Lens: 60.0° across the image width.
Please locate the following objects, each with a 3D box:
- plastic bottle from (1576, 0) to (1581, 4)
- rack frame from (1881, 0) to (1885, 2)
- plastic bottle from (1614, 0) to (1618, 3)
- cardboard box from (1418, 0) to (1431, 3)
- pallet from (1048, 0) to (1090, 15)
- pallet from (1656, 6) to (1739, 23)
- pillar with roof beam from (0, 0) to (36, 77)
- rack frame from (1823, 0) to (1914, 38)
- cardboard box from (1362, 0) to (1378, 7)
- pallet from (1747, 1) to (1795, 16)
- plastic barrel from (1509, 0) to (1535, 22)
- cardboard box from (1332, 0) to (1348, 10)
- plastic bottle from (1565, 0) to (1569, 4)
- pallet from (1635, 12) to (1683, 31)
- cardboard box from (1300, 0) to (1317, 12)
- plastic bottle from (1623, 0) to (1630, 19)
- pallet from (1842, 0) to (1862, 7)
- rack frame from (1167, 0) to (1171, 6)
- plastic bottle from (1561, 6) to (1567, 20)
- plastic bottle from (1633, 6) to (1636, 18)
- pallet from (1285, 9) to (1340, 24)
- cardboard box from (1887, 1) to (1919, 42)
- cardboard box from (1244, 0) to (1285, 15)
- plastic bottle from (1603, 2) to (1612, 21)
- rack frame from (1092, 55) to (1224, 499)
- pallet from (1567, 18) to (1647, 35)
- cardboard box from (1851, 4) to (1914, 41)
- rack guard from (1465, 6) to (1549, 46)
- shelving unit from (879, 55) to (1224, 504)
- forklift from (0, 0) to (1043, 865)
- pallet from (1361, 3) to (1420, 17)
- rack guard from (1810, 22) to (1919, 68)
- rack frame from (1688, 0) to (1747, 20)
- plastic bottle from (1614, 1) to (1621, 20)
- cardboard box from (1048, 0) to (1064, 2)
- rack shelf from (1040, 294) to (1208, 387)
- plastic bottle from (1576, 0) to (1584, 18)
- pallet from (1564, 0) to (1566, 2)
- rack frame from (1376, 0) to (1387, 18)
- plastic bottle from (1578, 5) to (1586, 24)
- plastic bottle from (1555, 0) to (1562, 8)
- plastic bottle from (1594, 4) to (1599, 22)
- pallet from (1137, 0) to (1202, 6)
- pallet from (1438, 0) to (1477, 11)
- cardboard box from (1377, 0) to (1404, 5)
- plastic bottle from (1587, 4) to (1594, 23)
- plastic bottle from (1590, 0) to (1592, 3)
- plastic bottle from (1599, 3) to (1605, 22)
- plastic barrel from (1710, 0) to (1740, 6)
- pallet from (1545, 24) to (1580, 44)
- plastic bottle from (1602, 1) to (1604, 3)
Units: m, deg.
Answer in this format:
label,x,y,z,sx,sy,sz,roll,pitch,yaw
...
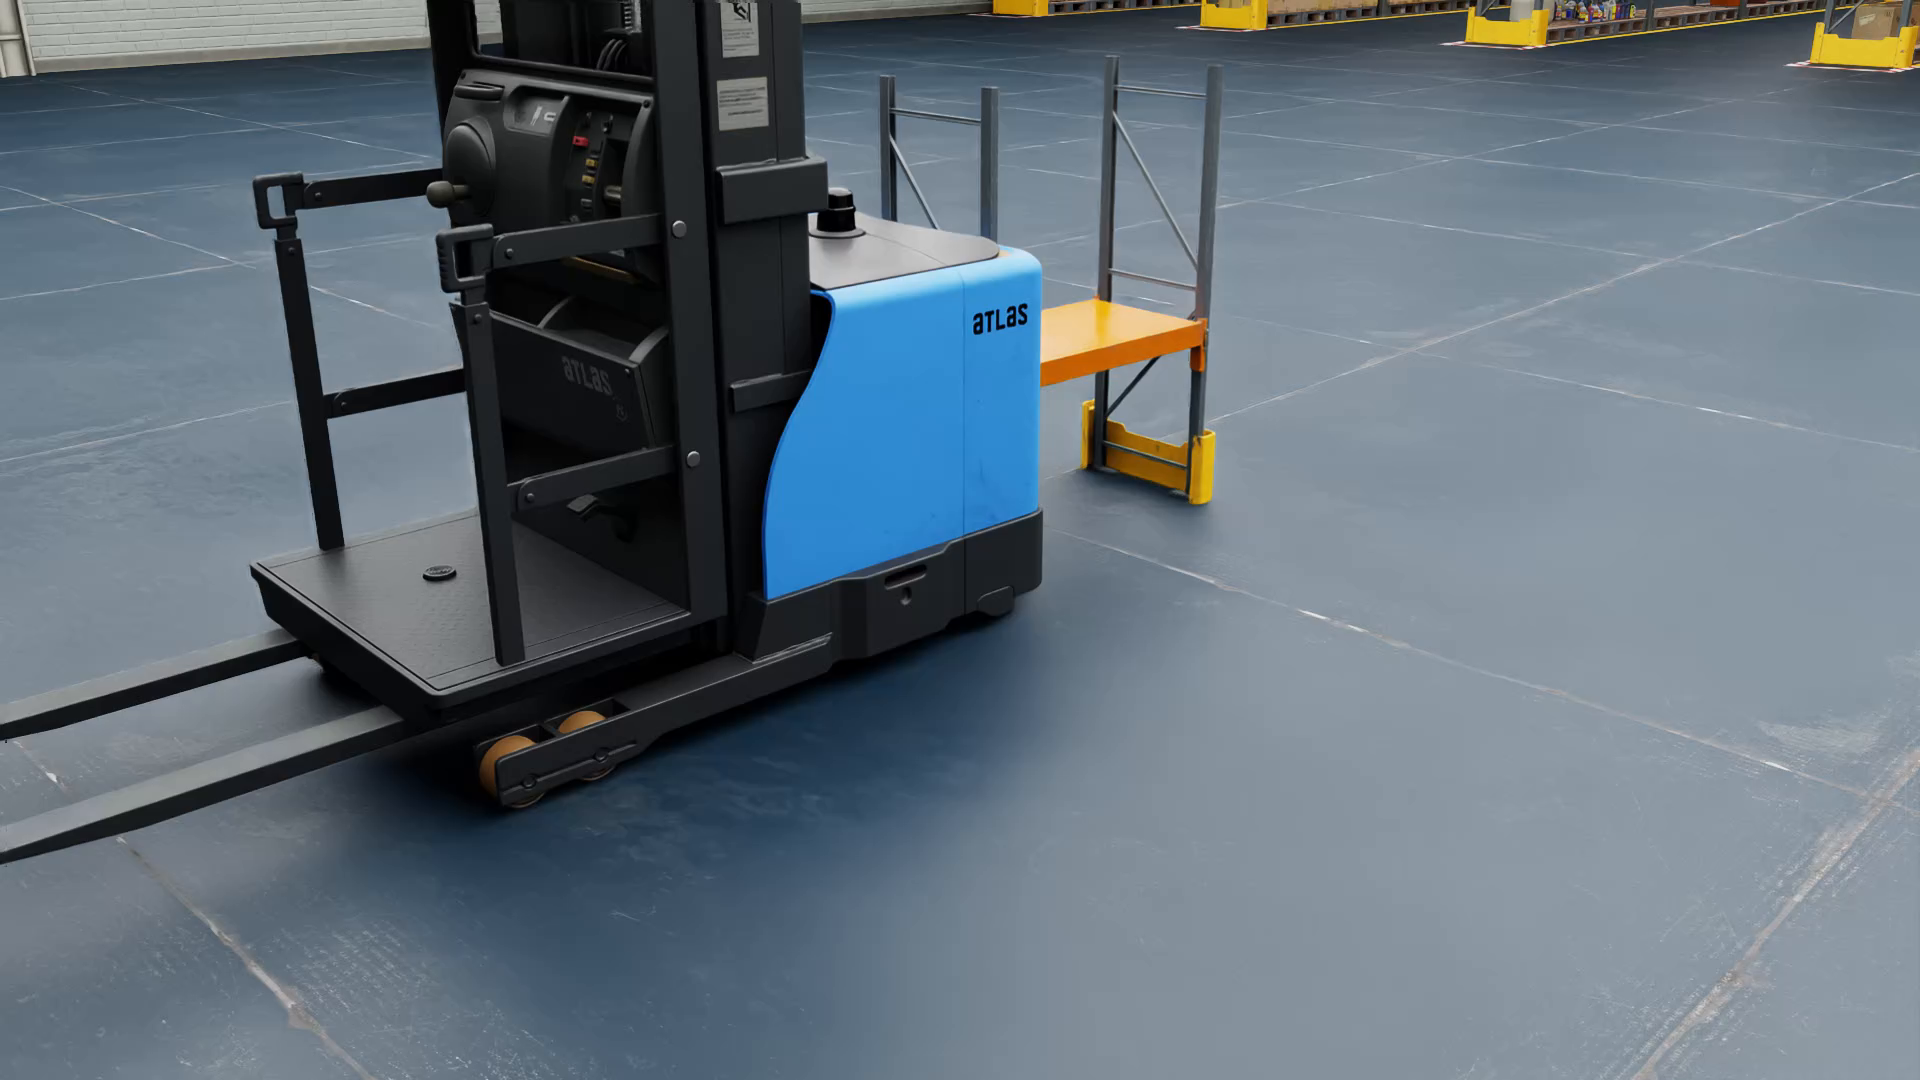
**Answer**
label,x,y,z,sx,sy,sz,roll,pitch,yaw
plastic bottle,10.117,-8.746,27.229,0.185,0.351,0.144,-19,28,-41
rack frame,19.349,-12.966,35.127,1.000,3.000,0.127,19,28,41
plastic bottle,10.631,-8.648,26.974,0.144,0.351,0.185,19,28,41
cardboard box,8.607,-10.341,31.545,0.500,0.250,0.500,18,28,39
pallet,1.734,-10.250,31.949,1.003,0.211,1.213,19,28,41
pallet,13.199,-9.418,29.784,1.003,0.211,1.213,19,28,41
pillar with roof beam,-8.515,-8.825,15.992,9.100,9.000,0.400,19,28,41
rack frame,11.736,-7.613,21.201,1.000,3.000,0.127,19,28,41
cardboard box,7.264,-9.861,30.295,0.500,0.250,0.500,19,28,41
pallet,15.139,-10.133,31.644,1.003,0.211,1.213,19,28,41
plastic barrel,8.591,-8.076,25.288,0.421,0.512,0.421,0,21,0
cardboard box,6.570,-9.602,29.623,0.500,0.250,0.500,19,28,41
plastic bottle,9.840,-8.634,27.031,0.133,0.283,0.061,-19,28,-40
pallet,11.497,-8.791,28.153,1.003,0.211,1.213,19,28,41
cardboard box,5.869,-9.346,28.957,0.500,0.250,0.500,19,28,41
plastic bottle,10.735,-8.612,26.880,0.144,0.351,0.185,18,28,39
pallet,17.894,-11.150,34.289,1.003,0.211,1.213,19,28,41
rack frame,3.879,-12.361,33.553,1.000,3.000,0.127,19,28,41
plastic bottle,9.676,-8.452,26.671,0.097,0.201,0.097,0,21,0
plastic bottle,10.947,-8.609,27.079,0.097,0.201,0.097,0,21,0
pallet,5.995,-9.311,29.506,1.003,0.211,1.213,19,28,41
cardboard box,13.026,-7.117,22.810,0.500,0.500,0.500,-17,27,-37
cardboard box,5.174,-9.088,28.286,0.500,0.250,0.500,19,28,41
plastic bottle,10.259,-8.404,26.443,0.135,0.276,0.152,-20,28,-41
rack frame,0.680,-0.911,5.855,0.032,1.500,0.500,-18,28,-39
pallet,10.479,-8.417,27.180,1.003,0.211,1.213,19,28,41
cardboard box,12.183,-6.799,21.981,0.500,0.500,0.500,-14,25,-32
rack guard,8.206,-7.718,24.957,1.175,0.500,0.348,19,28,41
shelving unit,0.313,-0.790,5.539,1.083,1.500,0.587,-18,28,-39
forklift,-1.177,-0.946,3.951,3.031,2.935,1.130,-18,28,-39
pallet,7.917,-10.019,31.348,1.003,0.211,1.213,19,28,41
rack guard,11.789,-6.466,21.701,1.175,0.500,0.348,19,28,41
rack frame,13.768,-10.909,29.777,1.000,3.000,0.127,19,28,41
plastic bottle,10.517,-8.479,26.627,0.133,0.283,0.061,-18,27,-39
cardboard box,1.636,-10.438,31.685,0.500,0.311,0.500,15,26,35
rack shelf,0.306,-0.620,5.598,1.000,0.185,0.538,-18,28,-39
plastic bottle,10.102,-8.642,27.067,0.097,0.271,0.097,0,21,0
pallet,12.471,-11.658,35.612,1.003,0.211,1.213,19,28,41
rack frame,7.431,-11.122,30.330,1.000,3.000,0.127,19,28,41
plastic bottle,9.675,-8.173,25.847,0.097,0.271,0.097,0,21,0
plastic bottle,9.559,-8.541,26.694,0.185,0.351,0.144,-19,28,-40
plastic bottle,9.984,-8.287,26.143,0.097,0.271,0.097,0,21,0
pallet,4.421,-11.260,34.575,1.003,0.211,1.213,19,28,41
pallet,9.619,-10.647,32.980,1.003,0.211,1.213,19,28,41
cardboard box,7.890,-10.076,30.856,0.500,0.250,0.500,18,28,39
plastic bottle,9.846,-8.232,25.984,0.133,0.283,0.061,-20,28,-41
plastic bottle,10.312,-8.730,27.280,0.061,0.283,0.133,19,28,41
plastic bottle,10.125,-8.339,26.279,0.097,0.271,0.097,0,21,0
plastic barrel,14.097,-10.222,30.429,0.600,0.830,0.708,19,28,41
pallet,8.777,-7.790,25.548,1.003,0.211,1.213,19,28,41
plastic bottle,10.284,-8.468,26.597,0.061,0.283,0.133,19,28,41
